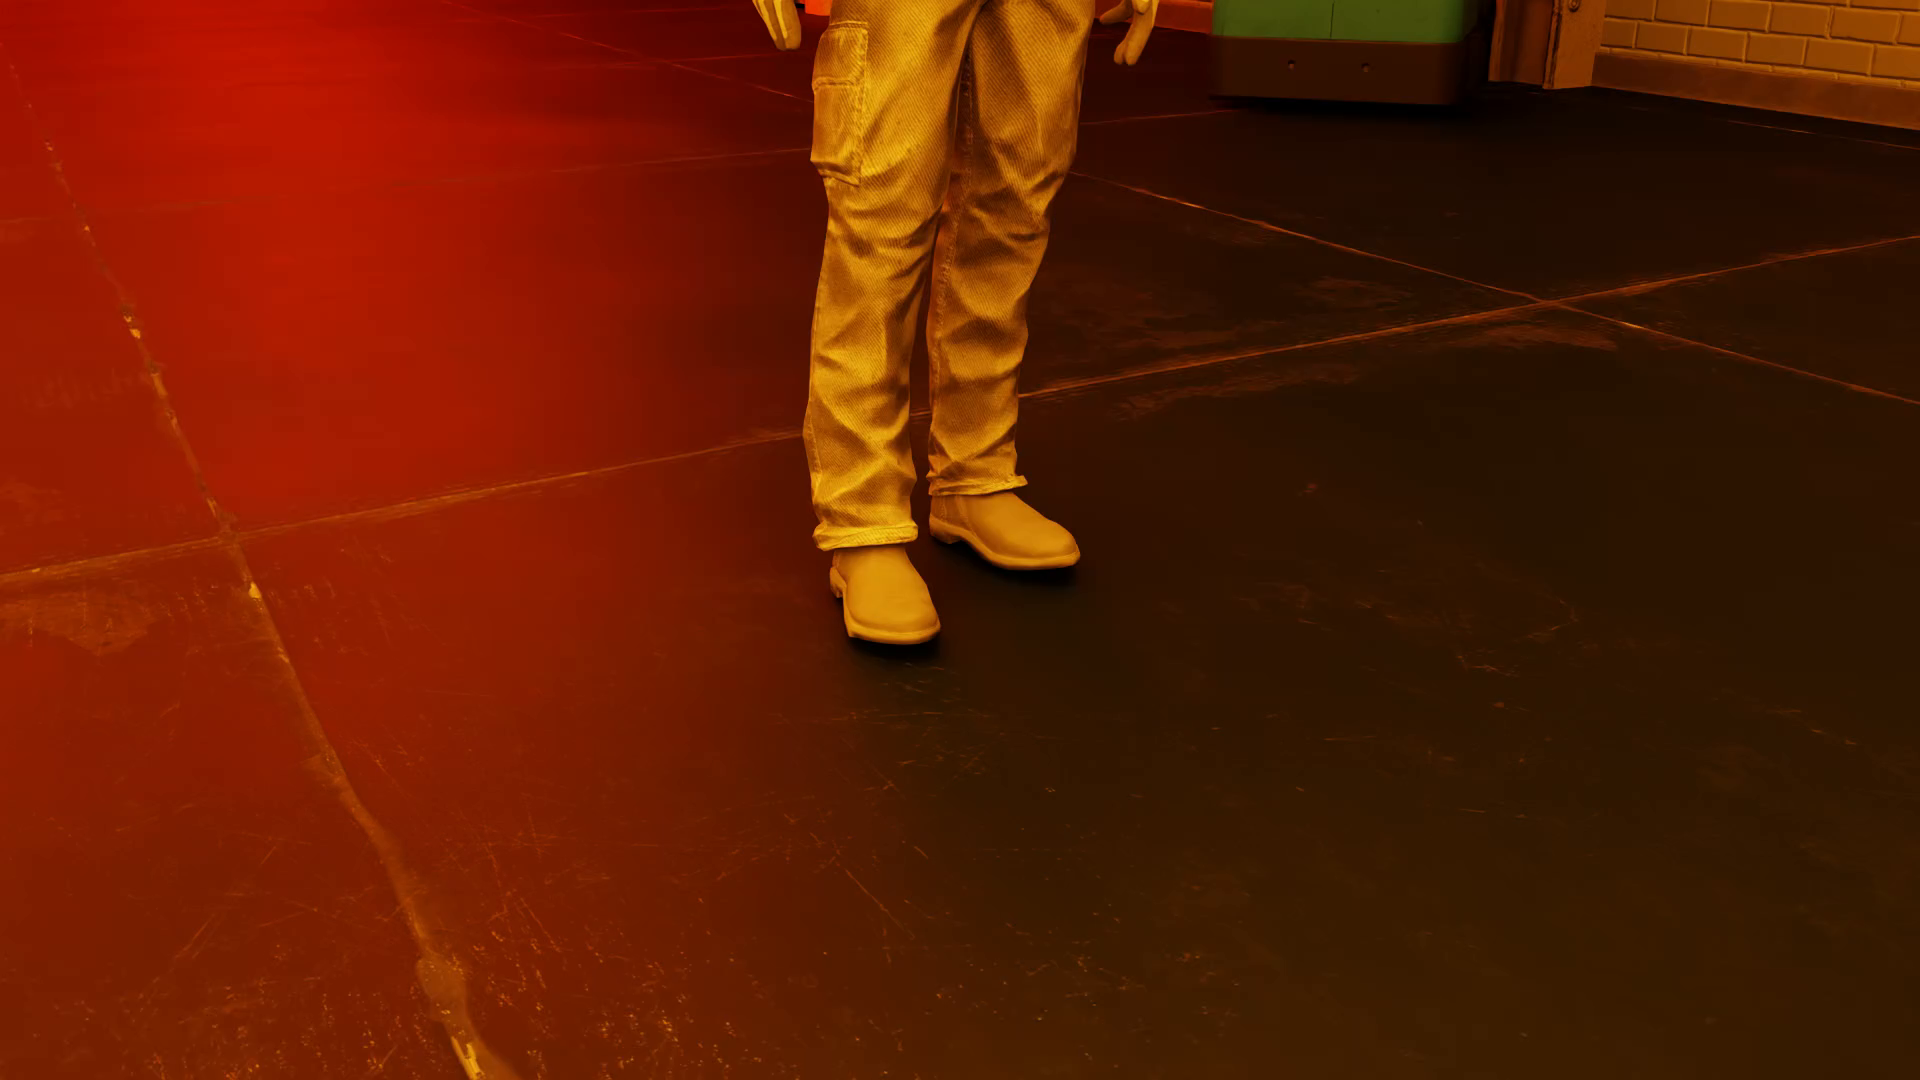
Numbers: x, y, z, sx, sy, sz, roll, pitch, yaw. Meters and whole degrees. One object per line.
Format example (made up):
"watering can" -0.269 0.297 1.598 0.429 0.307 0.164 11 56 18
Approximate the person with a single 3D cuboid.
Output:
"person" 0.028 -0.807 2.232 0.656 1.782 0.577 -12 25 -28

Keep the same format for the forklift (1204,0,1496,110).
"forklift" 2.015 -3.647 7.661 1.130 2.935 3.031 8 24 18
